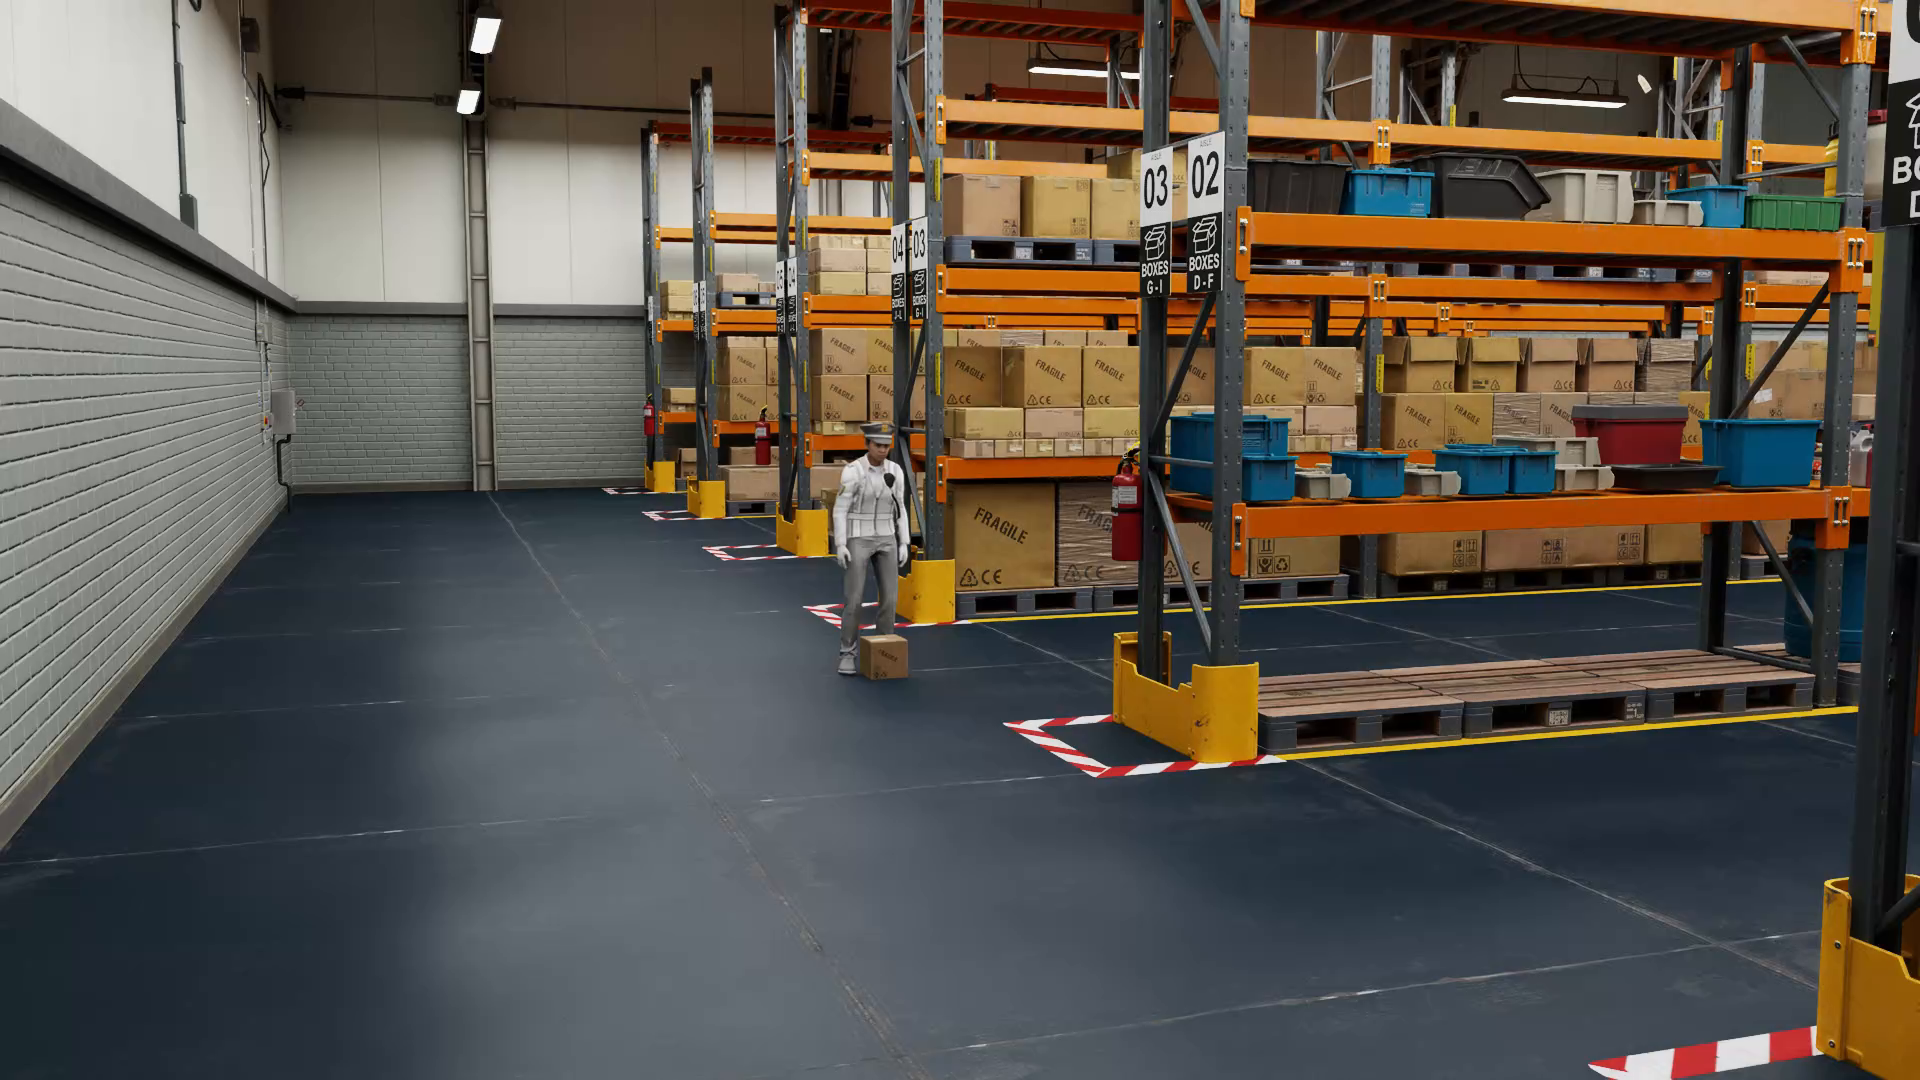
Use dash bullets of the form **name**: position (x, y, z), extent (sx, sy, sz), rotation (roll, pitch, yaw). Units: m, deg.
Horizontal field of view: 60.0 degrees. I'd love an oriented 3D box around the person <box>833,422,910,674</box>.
- **person**: position (-0.585, 0.046, 11.107), extent (0.535, 1.661, 0.374), rotation (-2, 6, -22)
